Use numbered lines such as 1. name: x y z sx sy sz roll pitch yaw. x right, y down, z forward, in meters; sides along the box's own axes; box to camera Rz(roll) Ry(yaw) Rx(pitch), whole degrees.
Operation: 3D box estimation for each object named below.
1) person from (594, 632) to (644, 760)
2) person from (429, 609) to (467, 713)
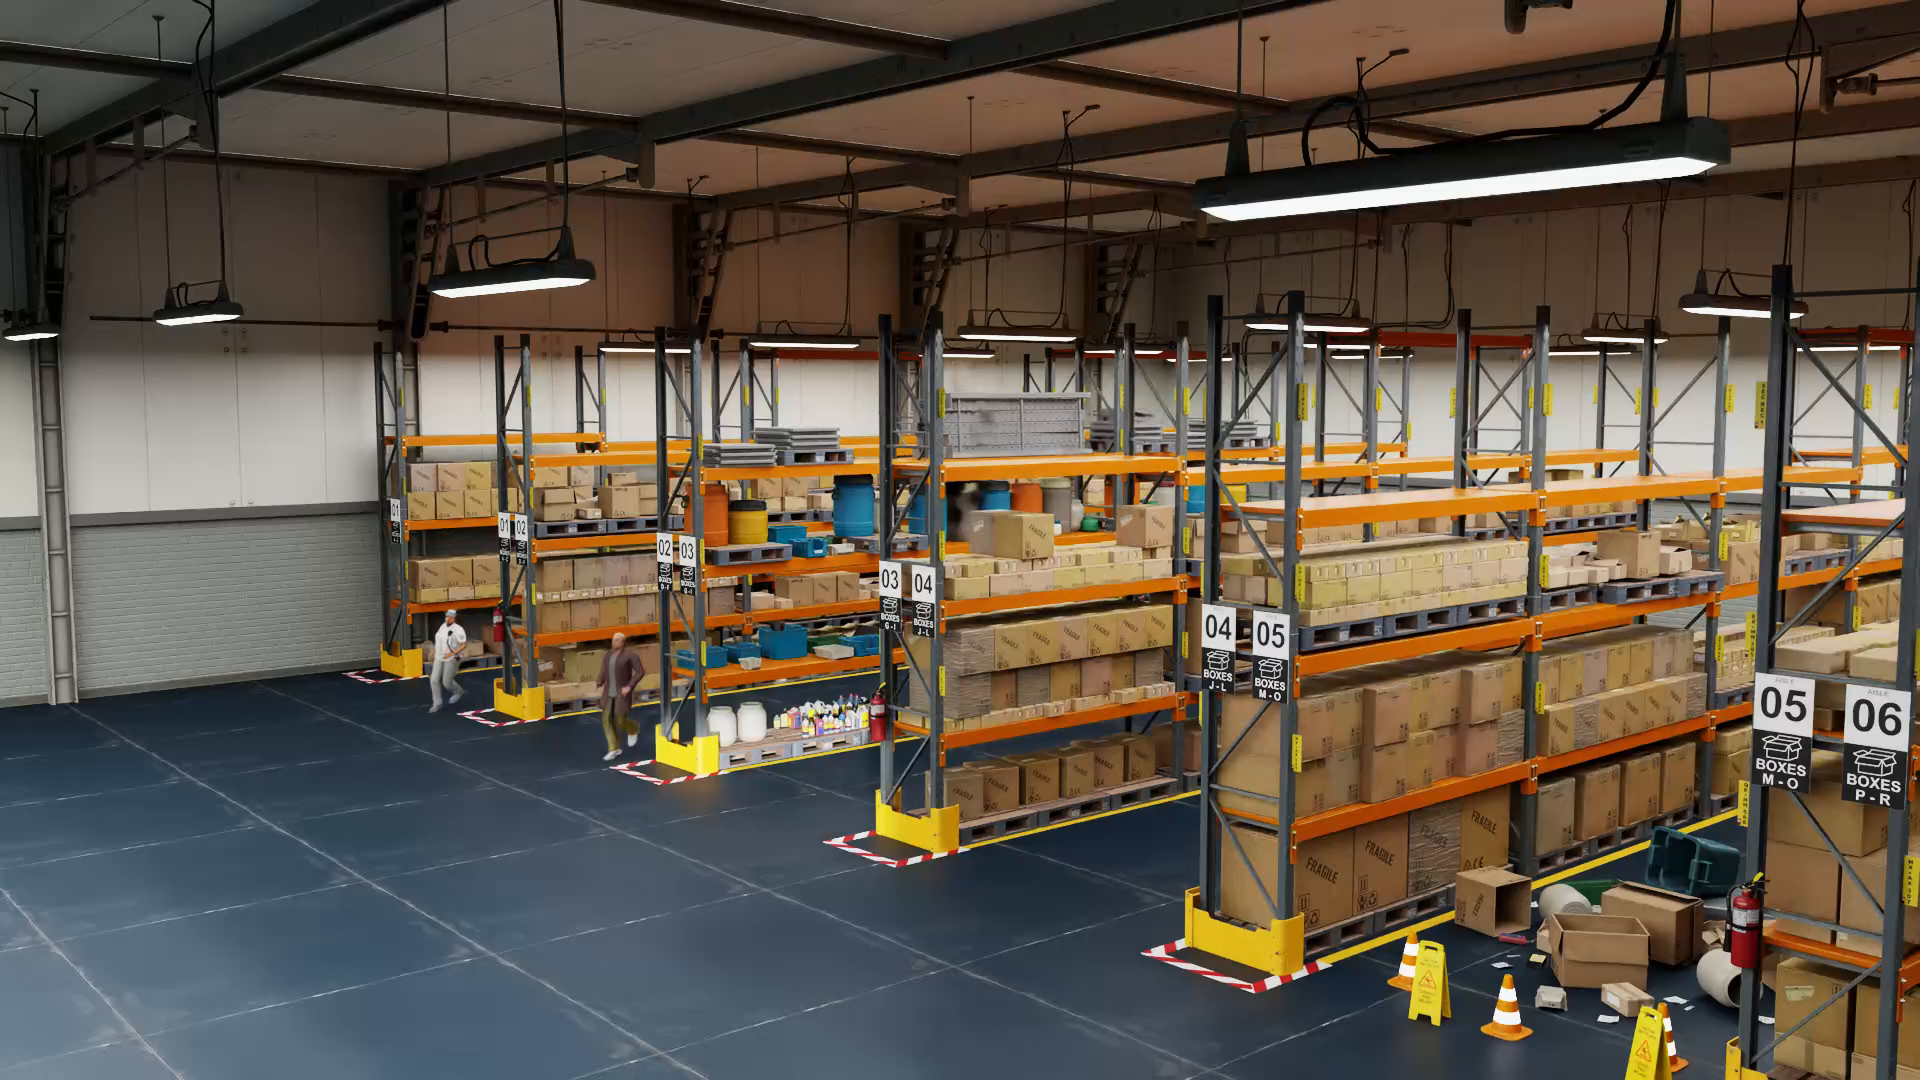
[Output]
1. person: -4.787 2.181 23.461 0.752 1.775 0.808 2 6 20
2. person: -8.202 1.930 26.762 0.641 1.654 0.707 2 6 20
